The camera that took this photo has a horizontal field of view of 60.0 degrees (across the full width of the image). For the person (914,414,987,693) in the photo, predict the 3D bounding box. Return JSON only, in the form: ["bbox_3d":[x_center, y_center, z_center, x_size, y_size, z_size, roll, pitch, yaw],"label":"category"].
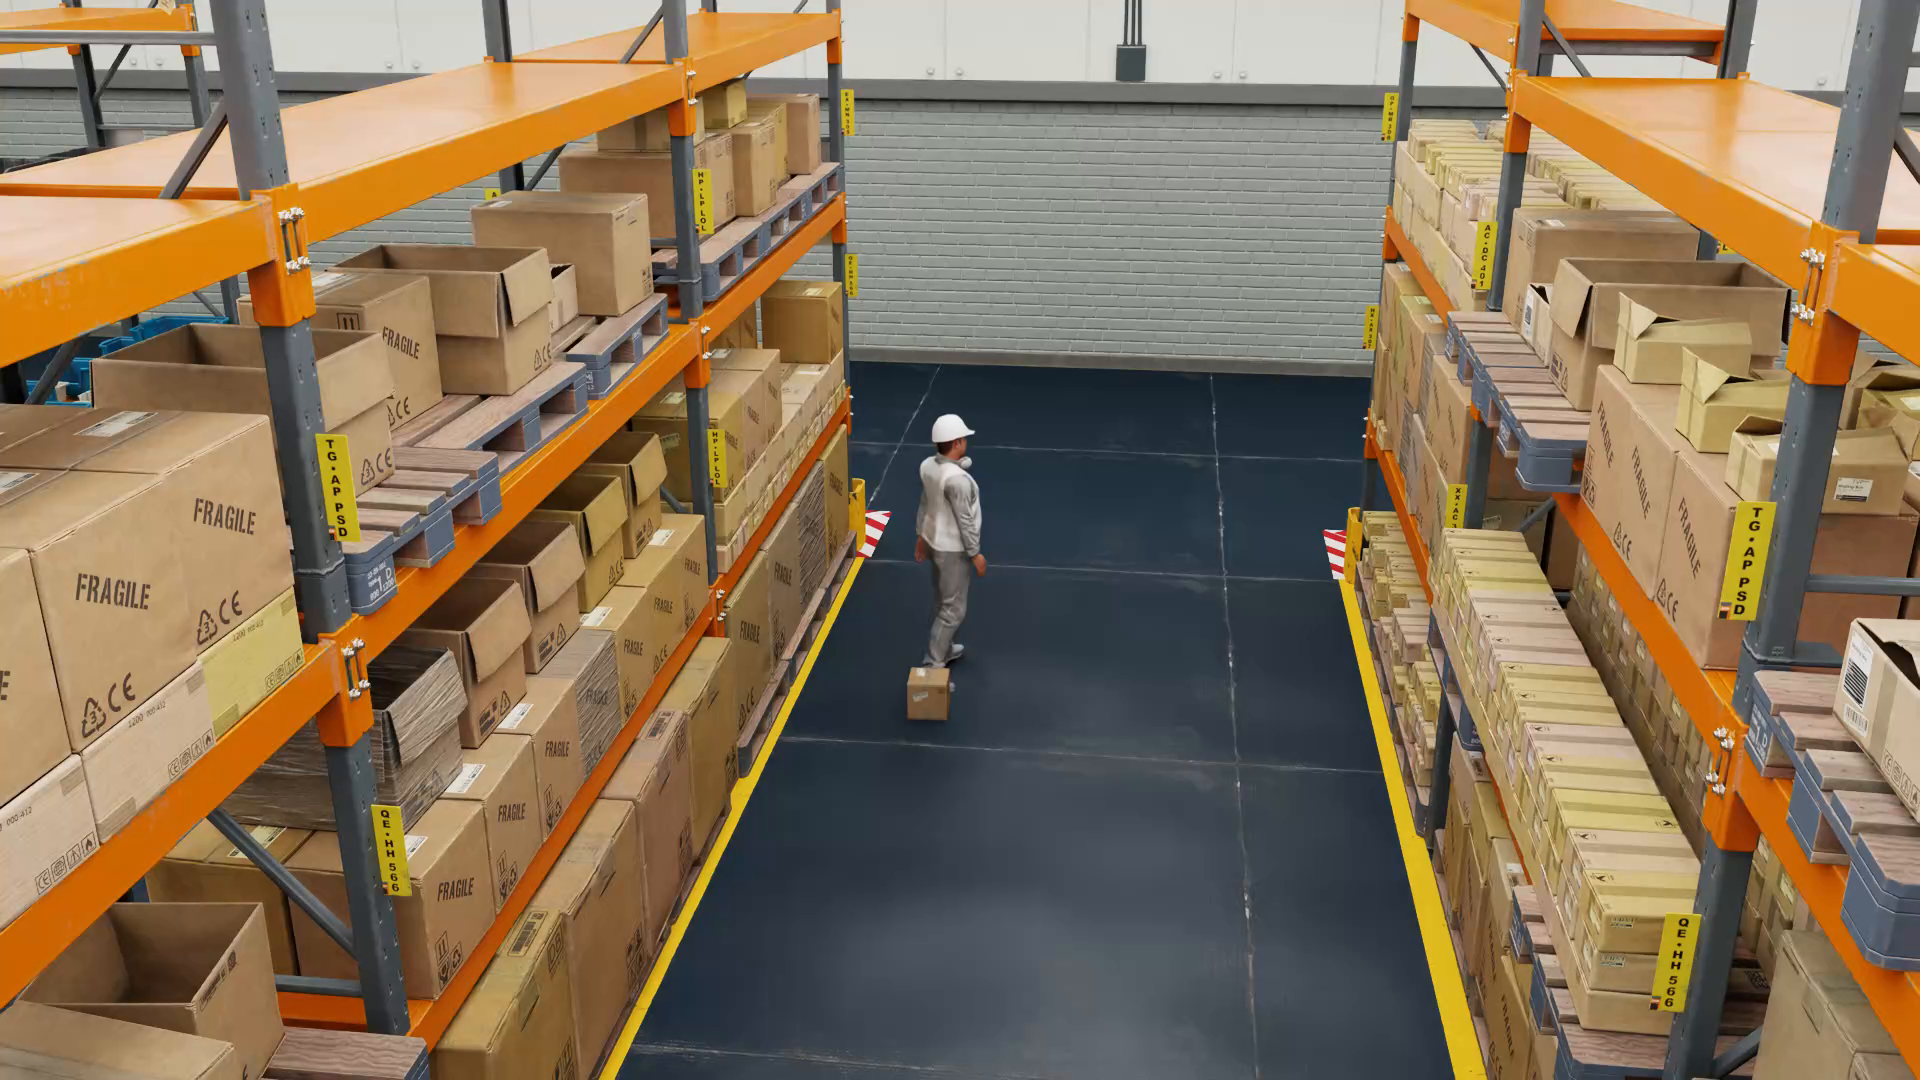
[{"bbox_3d":[-0.075,0.073,10.847,0.491,1.766,0.709,-8,22,-20],"label":"person"}]
